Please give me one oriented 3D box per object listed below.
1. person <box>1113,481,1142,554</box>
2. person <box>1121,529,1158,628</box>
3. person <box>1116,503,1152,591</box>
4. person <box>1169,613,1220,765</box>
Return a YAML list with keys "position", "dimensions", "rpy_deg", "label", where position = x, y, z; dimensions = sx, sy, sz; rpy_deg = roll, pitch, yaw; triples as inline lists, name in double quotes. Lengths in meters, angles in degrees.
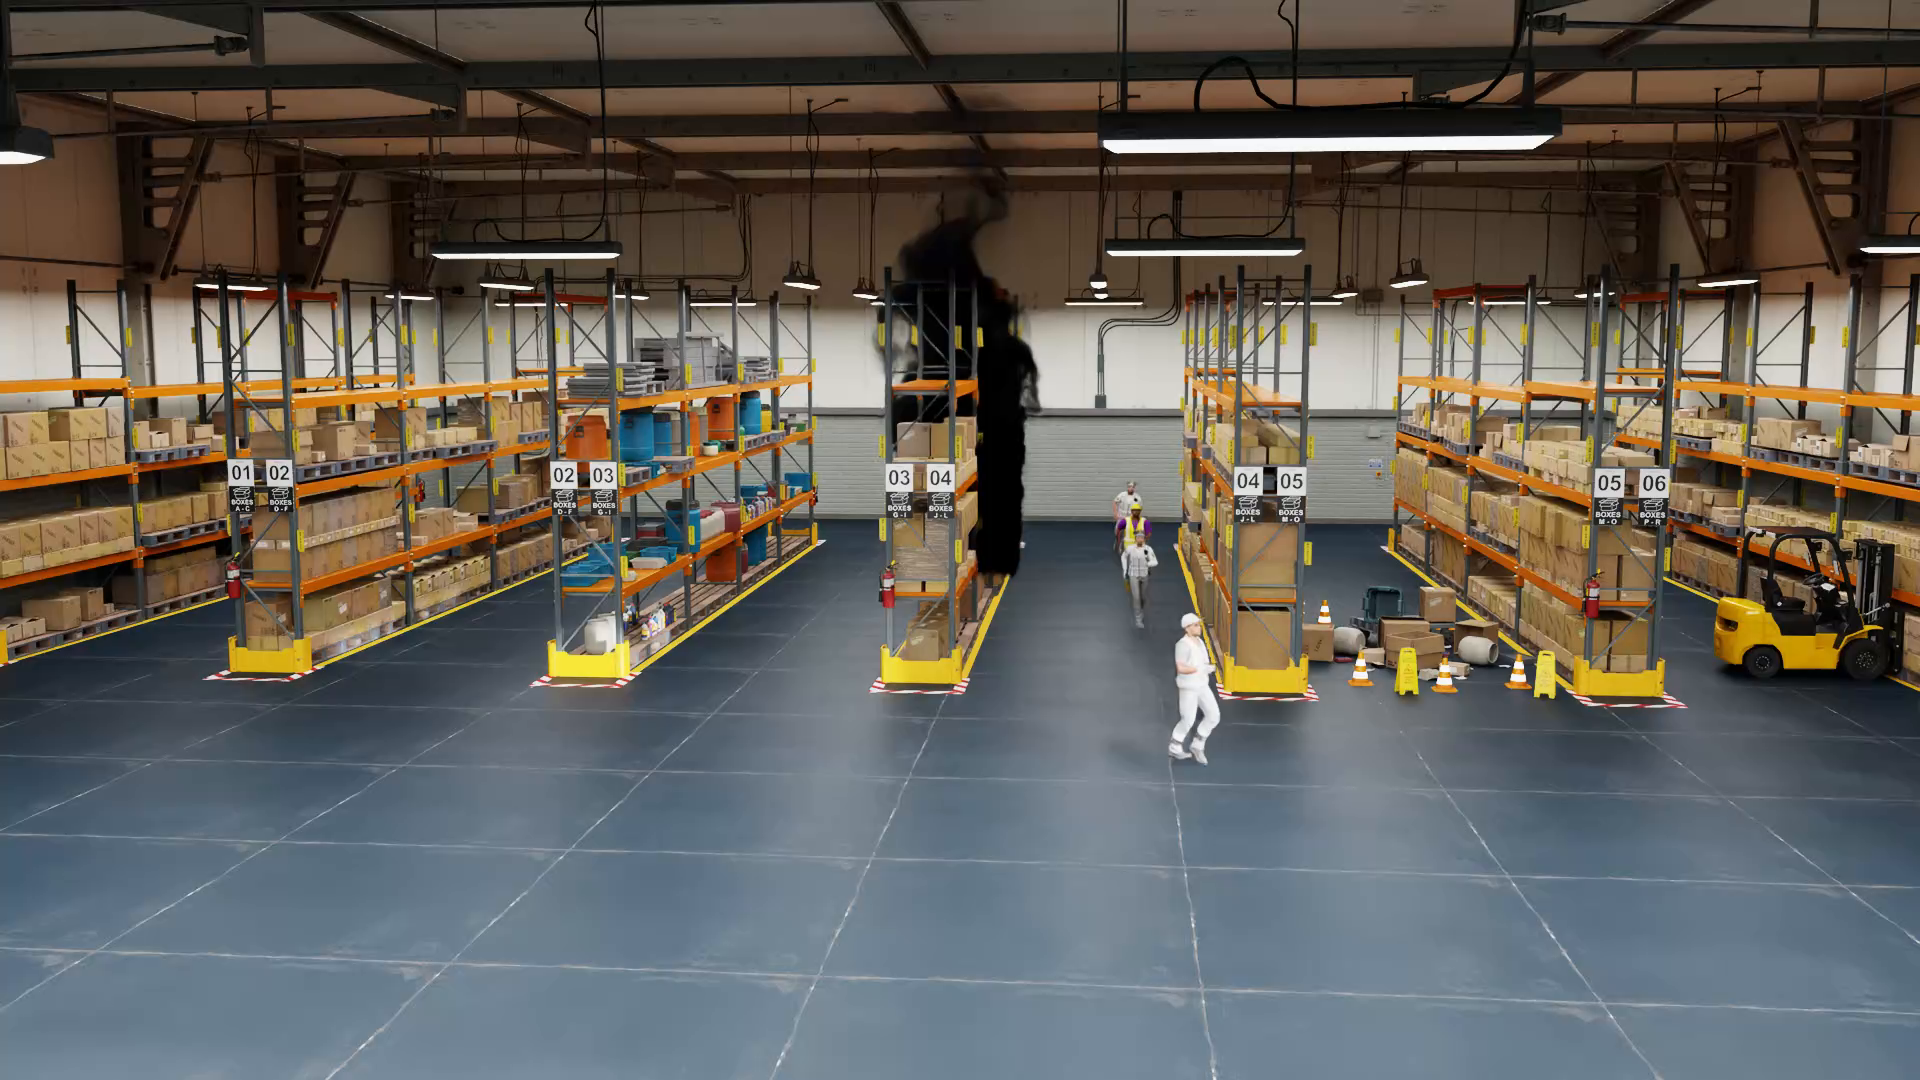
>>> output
- position: [3.886, -0.527, 38.588]
  dimensions: [0.667, 1.705, 0.559]
  rpy_deg: [0, 7, 3]
  label: "person"
- position: [3.107, 0.640, 28.900]
  dimensions: [0.592, 1.672, 0.900]
  rpy_deg: [0, 7, 0]
  label: "person"
- position: [3.439, 0.149, 32.777]
  dimensions: [0.676, 1.739, 0.673]
  rpy_deg: [0, 7, 0]
  label: "person"
- position: [2.769, 1.760, 19.506]
  dimensions: [0.681, 1.809, 0.635]
  rpy_deg: [6, 9, 42]
  label: "person"
